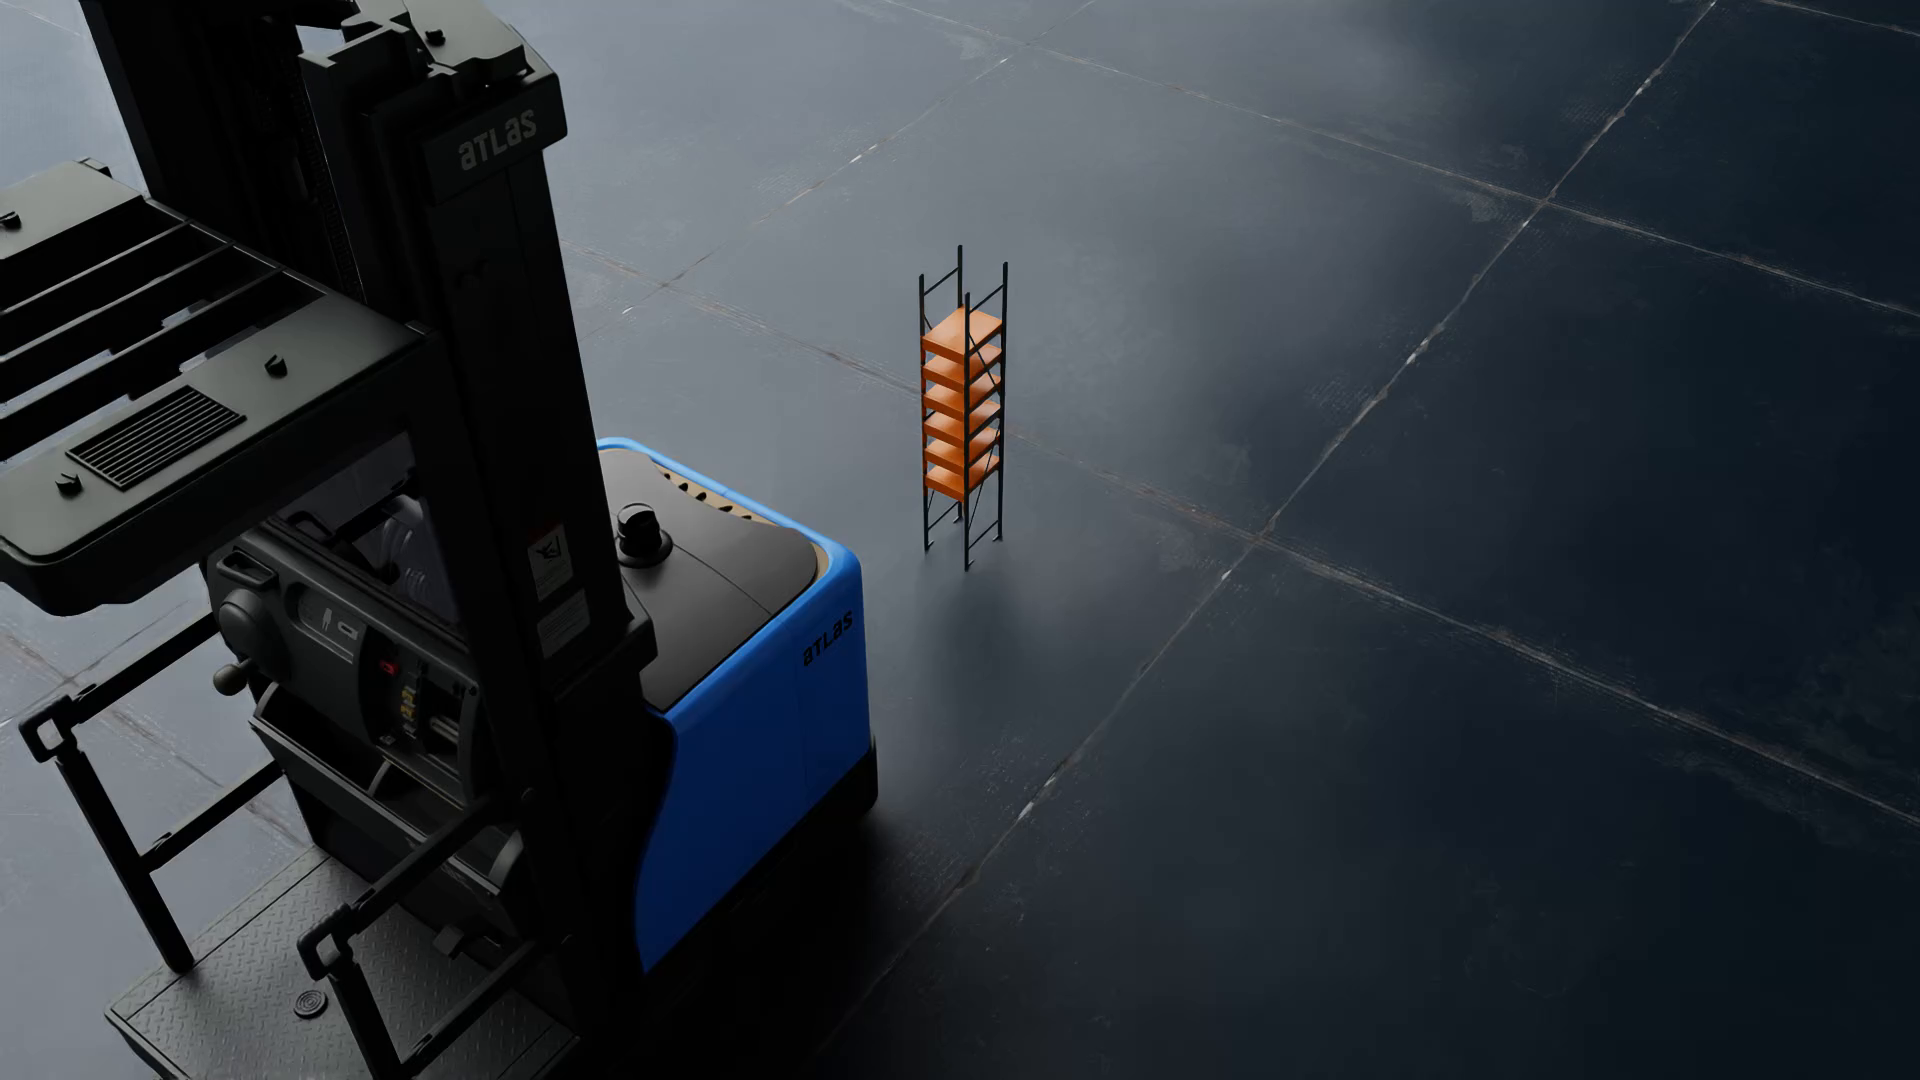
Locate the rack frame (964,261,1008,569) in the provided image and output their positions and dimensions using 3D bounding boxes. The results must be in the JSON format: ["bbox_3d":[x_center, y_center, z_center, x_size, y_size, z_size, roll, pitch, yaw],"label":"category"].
[{"bbox_3d":[0.087,-0.407,5.805,0.006,1.200,0.240,25,48,25],"label":"rack frame"}]

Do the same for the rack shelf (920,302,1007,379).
[{"bbox_3d":[0.012,-0.677,5.633,0.180,0.103,0.258,25,48,25],"label":"rack shelf"}]

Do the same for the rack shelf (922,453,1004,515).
[{"bbox_3d":[0.012,-0.230,6.033,0.180,0.103,0.258,25,48,25],"label":"rack shelf"}]

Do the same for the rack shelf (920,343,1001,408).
[{"bbox_3d":[0.012,-0.587,5.713,0.180,0.103,0.258,25,48,25],"label":"rack shelf"}]

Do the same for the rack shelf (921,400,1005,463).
[{"bbox_3d":[0.012,-0.408,5.873,0.180,0.103,0.258,25,48,25],"label":"rack shelf"}]

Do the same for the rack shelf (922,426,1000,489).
[{"bbox_3d":[0.012,-0.319,5.953,0.180,0.103,0.258,25,48,25],"label":"rack shelf"}]

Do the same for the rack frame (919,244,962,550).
[{"bbox_3d":[-0.063,-0.477,5.883,0.006,1.200,0.240,25,48,25],"label":"rack frame"}]

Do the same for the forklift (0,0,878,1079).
[{"bbox_3d":[-1.529,0.355,3.655,1.130,2.935,3.031,26,48,26],"label":"forklift"}]

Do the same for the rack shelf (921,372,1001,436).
[{"bbox_3d":[0.012,-0.498,5.793,0.180,0.103,0.258,25,48,25],"label":"rack shelf"}]

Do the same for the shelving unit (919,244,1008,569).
[{"bbox_3d":[0.012,-0.442,5.844,0.189,1.200,0.258,25,48,25],"label":"shelving unit"}]
